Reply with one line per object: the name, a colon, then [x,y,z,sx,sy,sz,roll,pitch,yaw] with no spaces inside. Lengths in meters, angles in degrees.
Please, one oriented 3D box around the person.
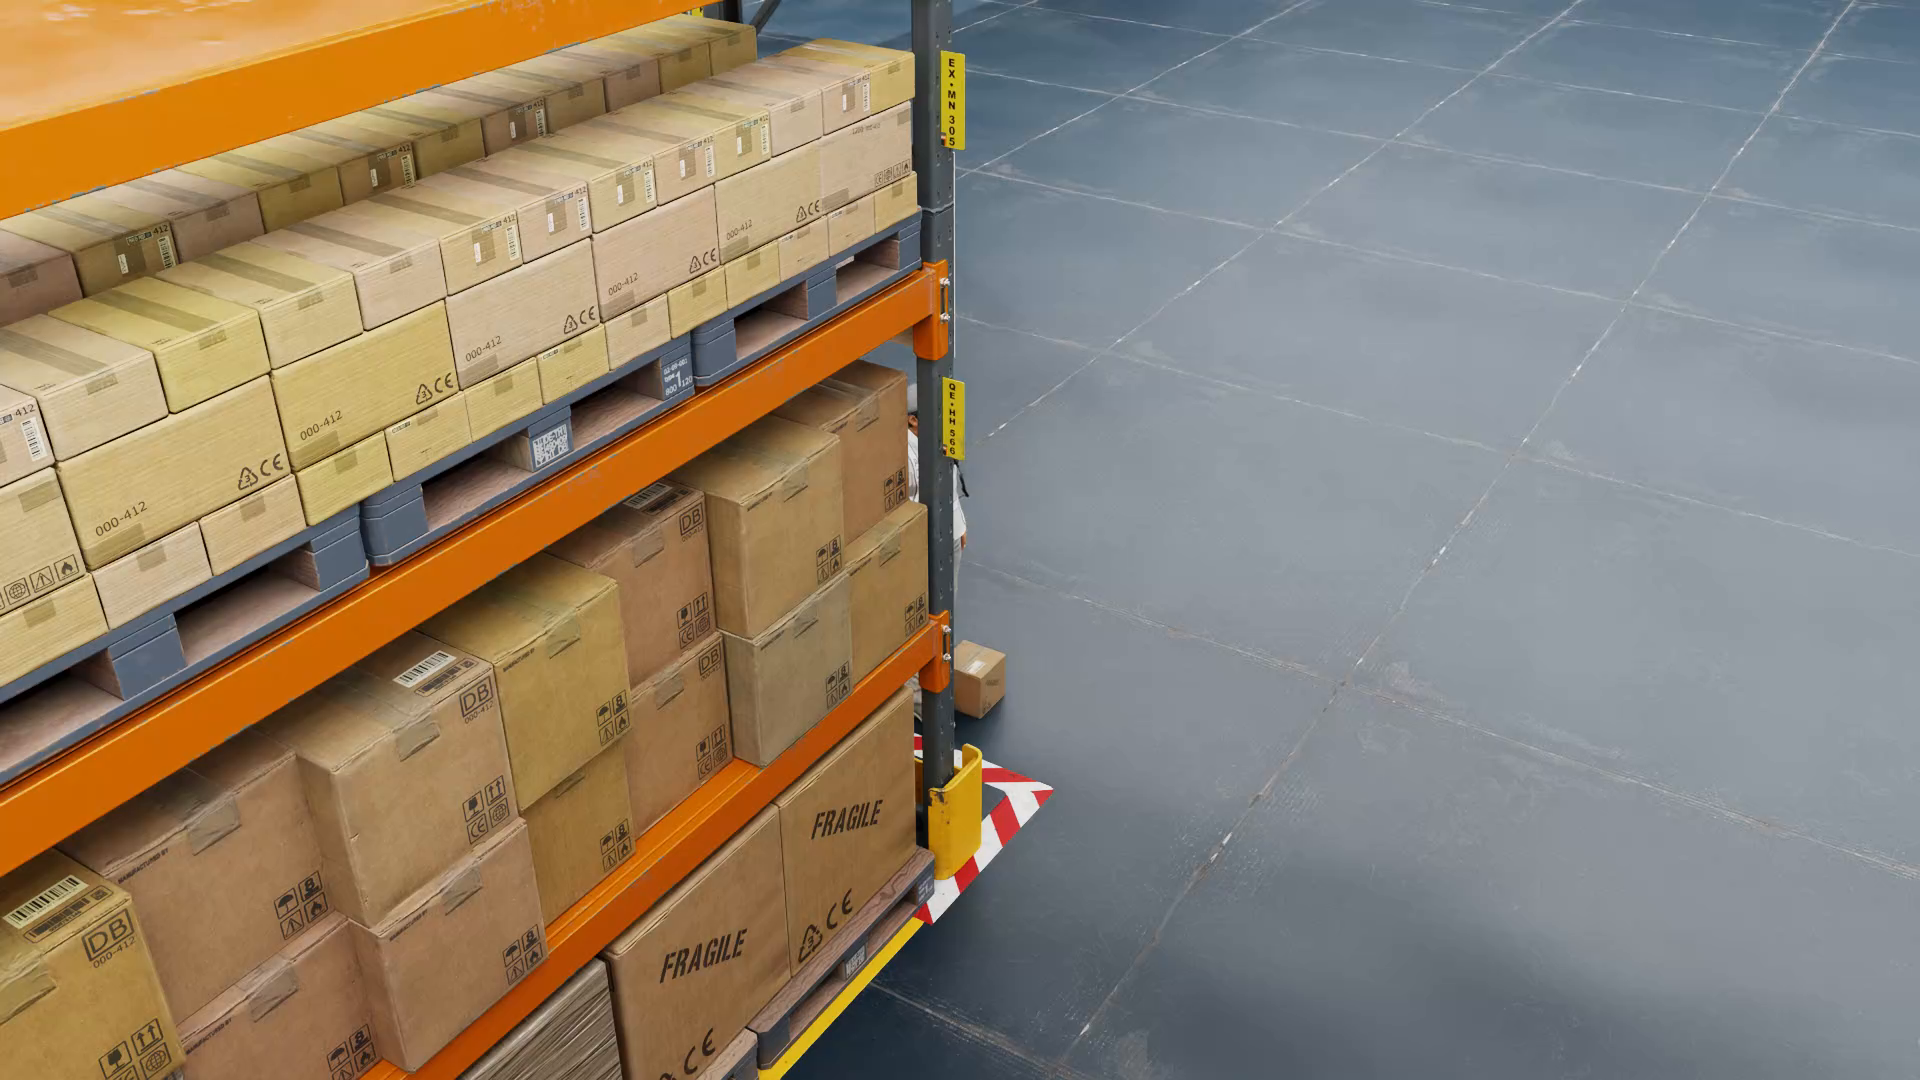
person: [-0.121,0.050,8.071,0.529,1.670,0.598,19,35,28]
